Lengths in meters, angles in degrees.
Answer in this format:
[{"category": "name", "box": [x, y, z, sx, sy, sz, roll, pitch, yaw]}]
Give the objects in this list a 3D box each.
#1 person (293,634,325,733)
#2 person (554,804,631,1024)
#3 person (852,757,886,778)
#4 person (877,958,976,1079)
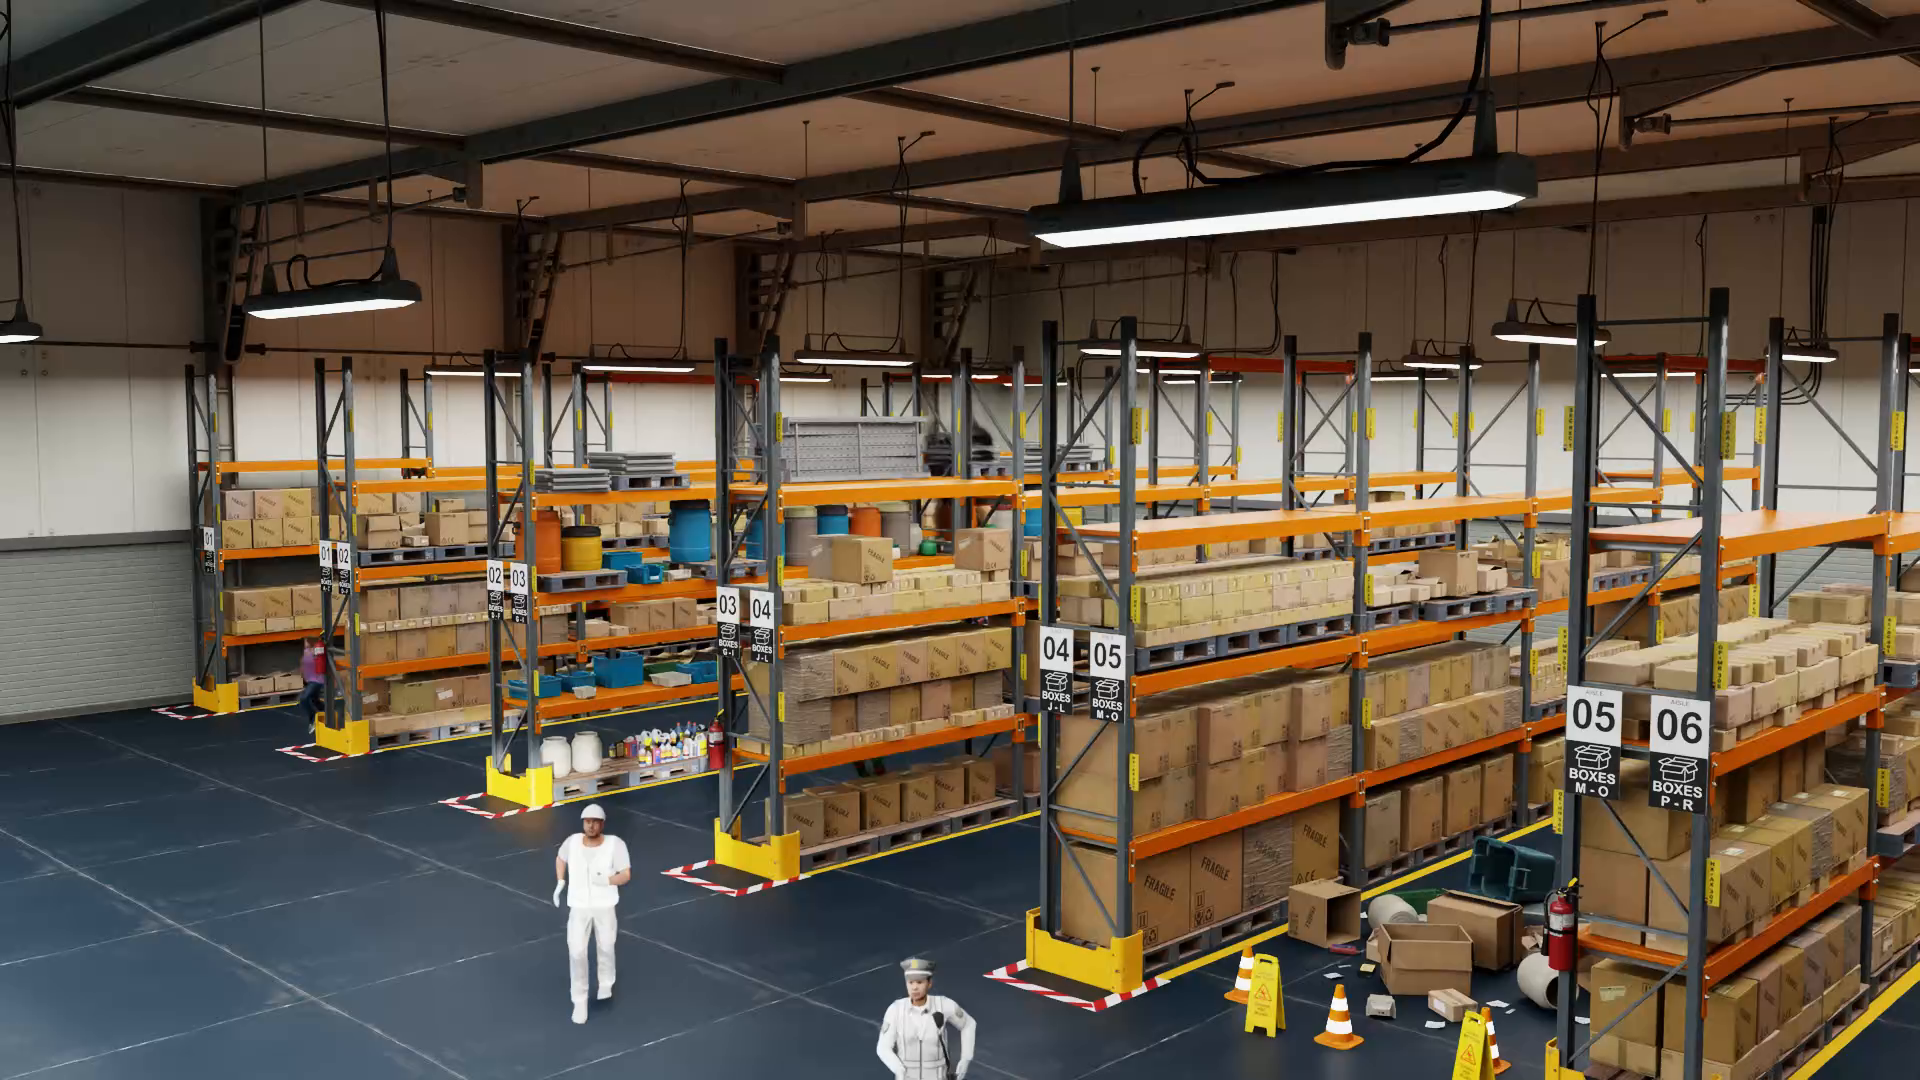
[{"category": "person", "box": [-10.442, 2.318, 26.930, 0.571, 1.612, 0.670, 4, 6, 43]}, {"category": "person", "box": [-3.158, 3.179, 14.292, 0.666, 1.834, 0.770, -1, 4, -8]}, {"category": "person", "box": [-1.255, 2.550, 22.471, 0.641, 1.775, 0.690, 3, 5, 30]}, {"category": "person", "box": [-0.226, 3.519, 10.716, 0.622, 1.683, 0.667, 0, 4, 6]}]
